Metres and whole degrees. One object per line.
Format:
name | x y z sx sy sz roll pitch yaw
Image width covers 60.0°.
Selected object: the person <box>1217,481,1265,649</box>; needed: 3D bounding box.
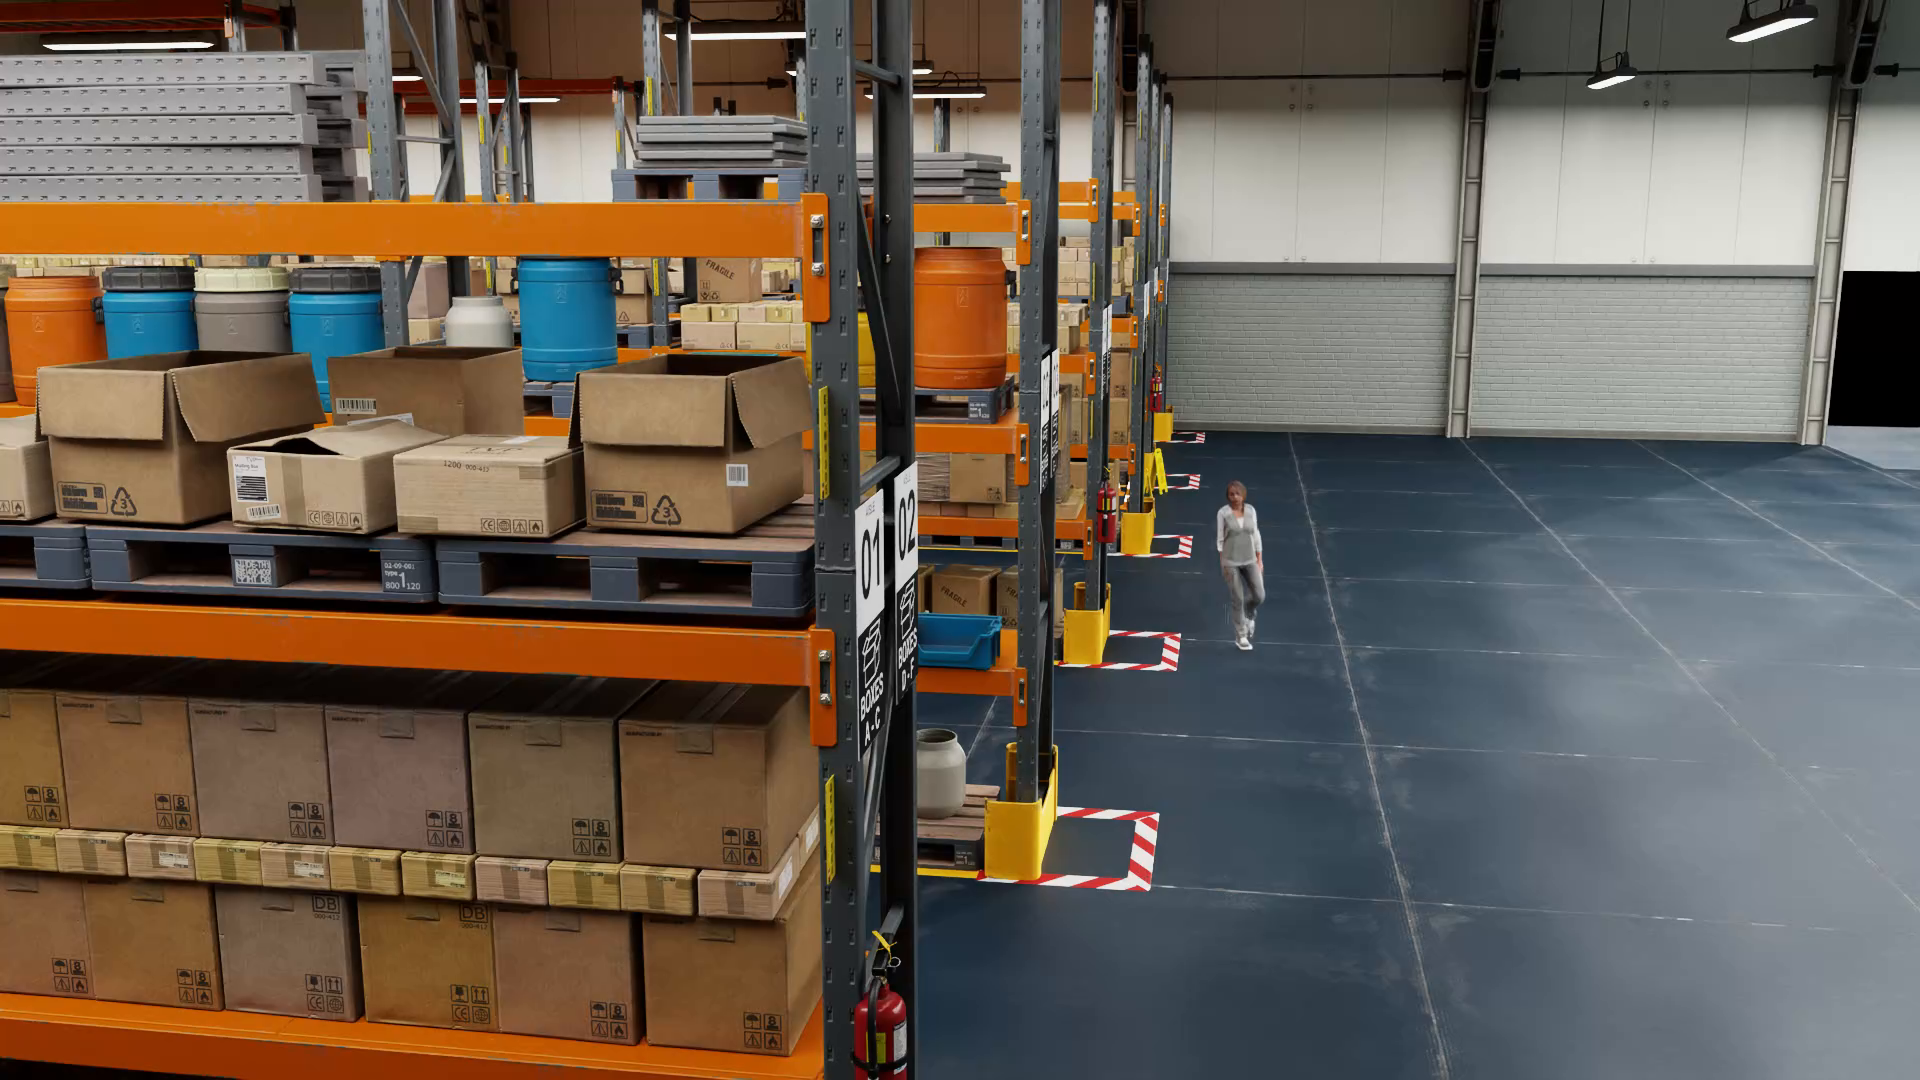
person | 2.605 0.220 15.527 0.448 1.583 0.463 -1 11 -7
